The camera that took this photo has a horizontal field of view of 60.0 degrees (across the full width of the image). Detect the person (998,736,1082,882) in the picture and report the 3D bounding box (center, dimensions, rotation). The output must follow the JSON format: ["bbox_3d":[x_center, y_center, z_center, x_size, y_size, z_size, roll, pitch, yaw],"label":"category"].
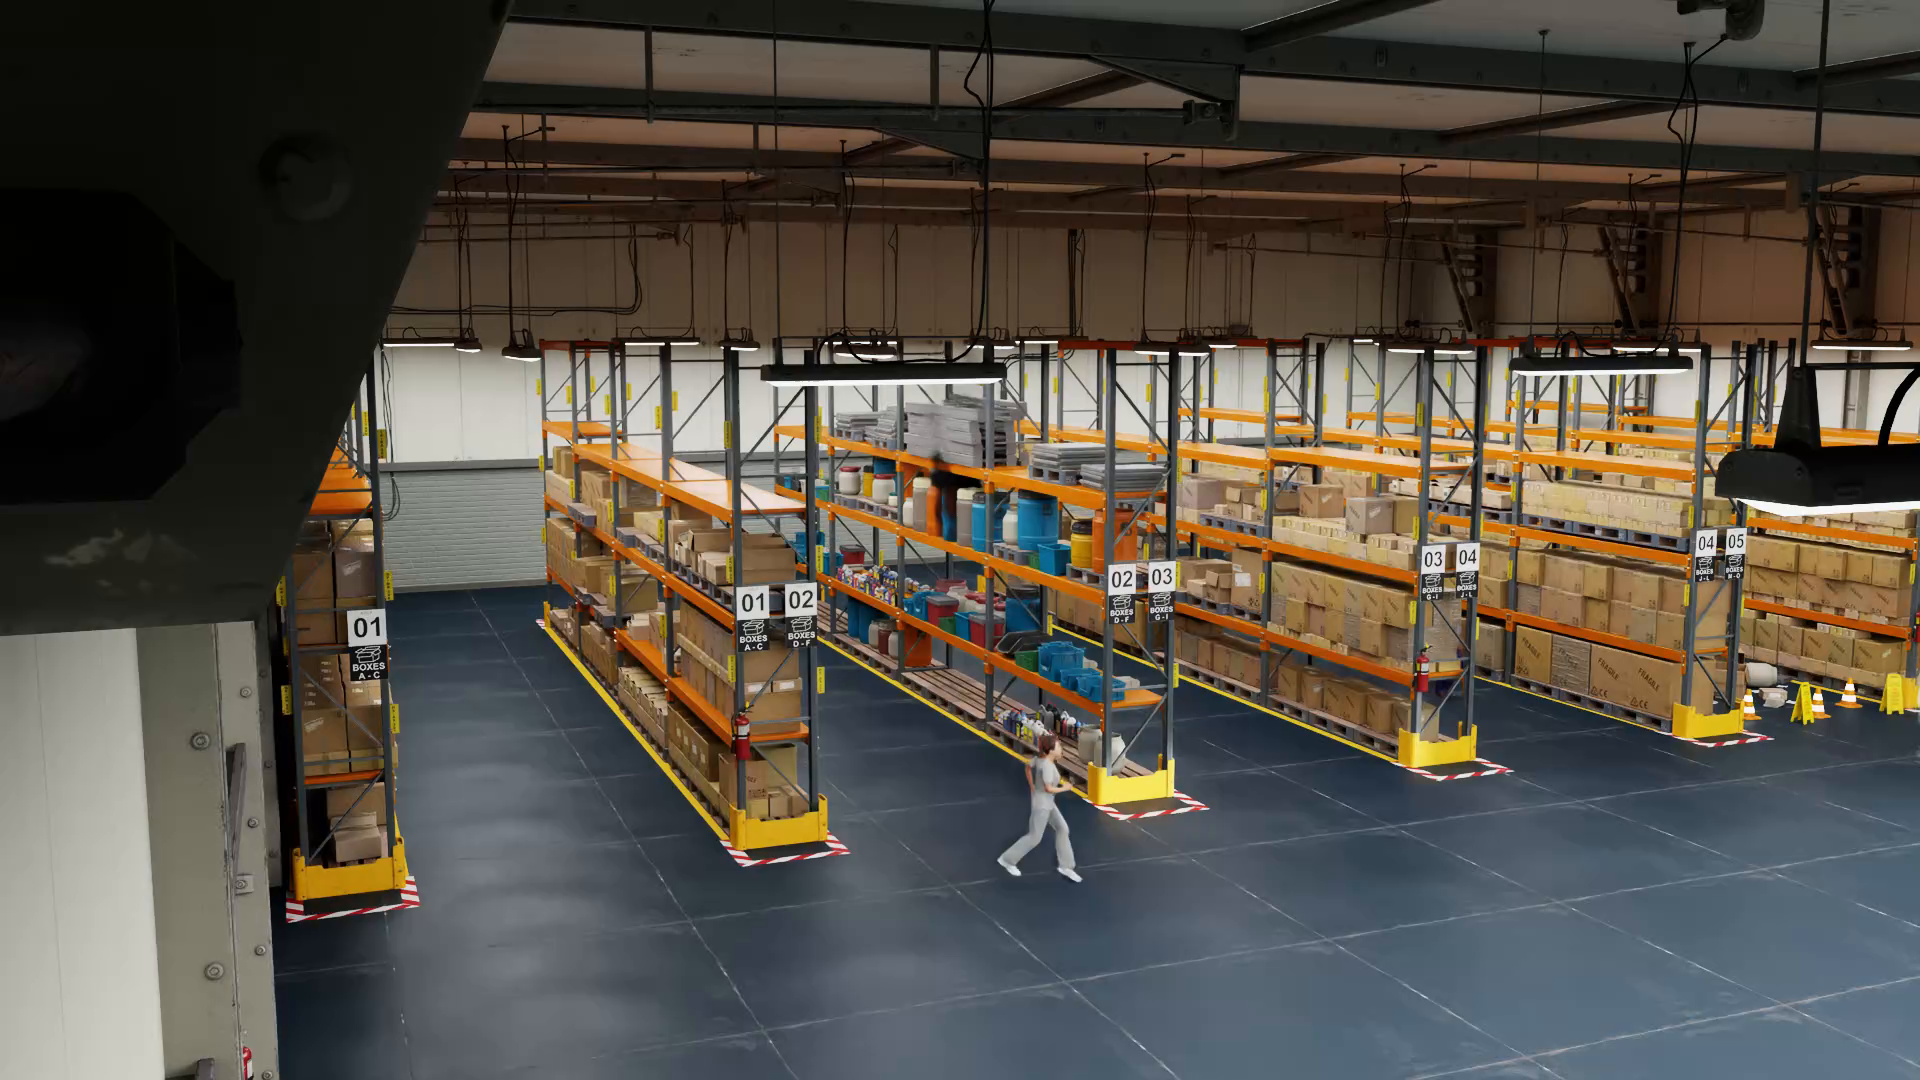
[{"bbox_3d":[0.915,3.060,18.896,0.966,1.698,0.587,0,7,-1],"label":"person"}]

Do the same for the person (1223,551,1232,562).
[{"bbox_3d":[6.723,0.126,41.246,0.685,1.813,0.671,6,9,37],"label":"person"}]

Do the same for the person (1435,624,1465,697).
[{"bbox_3d":[8.293,1.877,28.118,0.604,1.610,0.581,-4,9,-30],"label":"person"}]
